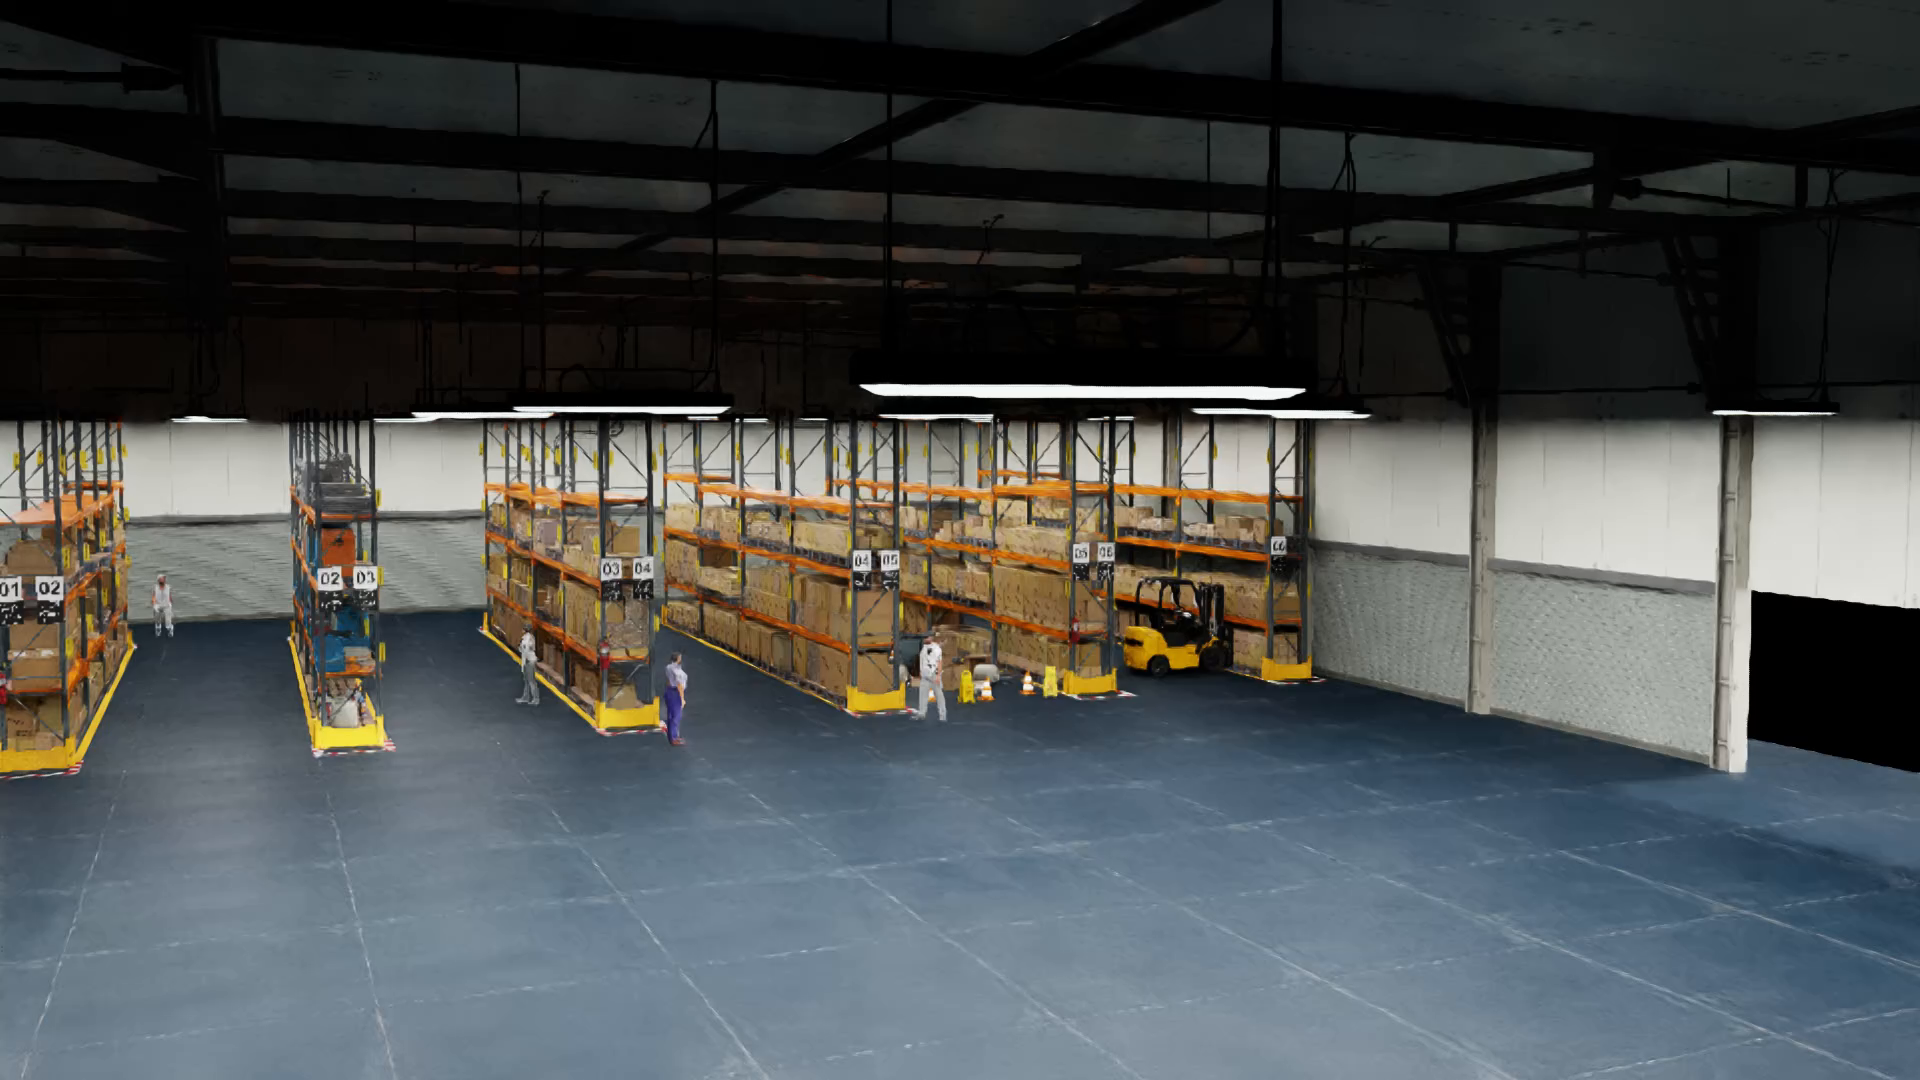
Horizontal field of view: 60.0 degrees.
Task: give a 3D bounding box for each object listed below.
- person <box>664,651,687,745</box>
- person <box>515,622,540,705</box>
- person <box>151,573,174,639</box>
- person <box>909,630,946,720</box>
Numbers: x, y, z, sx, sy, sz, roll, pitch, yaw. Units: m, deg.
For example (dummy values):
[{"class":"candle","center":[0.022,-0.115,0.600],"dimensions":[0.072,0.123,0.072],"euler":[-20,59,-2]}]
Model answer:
[{"class":"person","center":[-5.087,2.802,29.747],"dimensions":[0.375,1.648,0.629],"euler":[-2,5,-32]},{"class":"person","center":[-8.832,2.502,33.894],"dimensions":[0.555,1.664,0.584],"euler":[0,4,-3]},{"class":"person","center":[-21.227,1.750,44.245],"dimensions":[0.528,1.728,1.032],"euler":[-2,5,-32]},{"class":"person","center":[-0.605,2.598,32.050],"dimensions":[0.631,1.737,0.675],"euler":[-3,5,-40]}]
